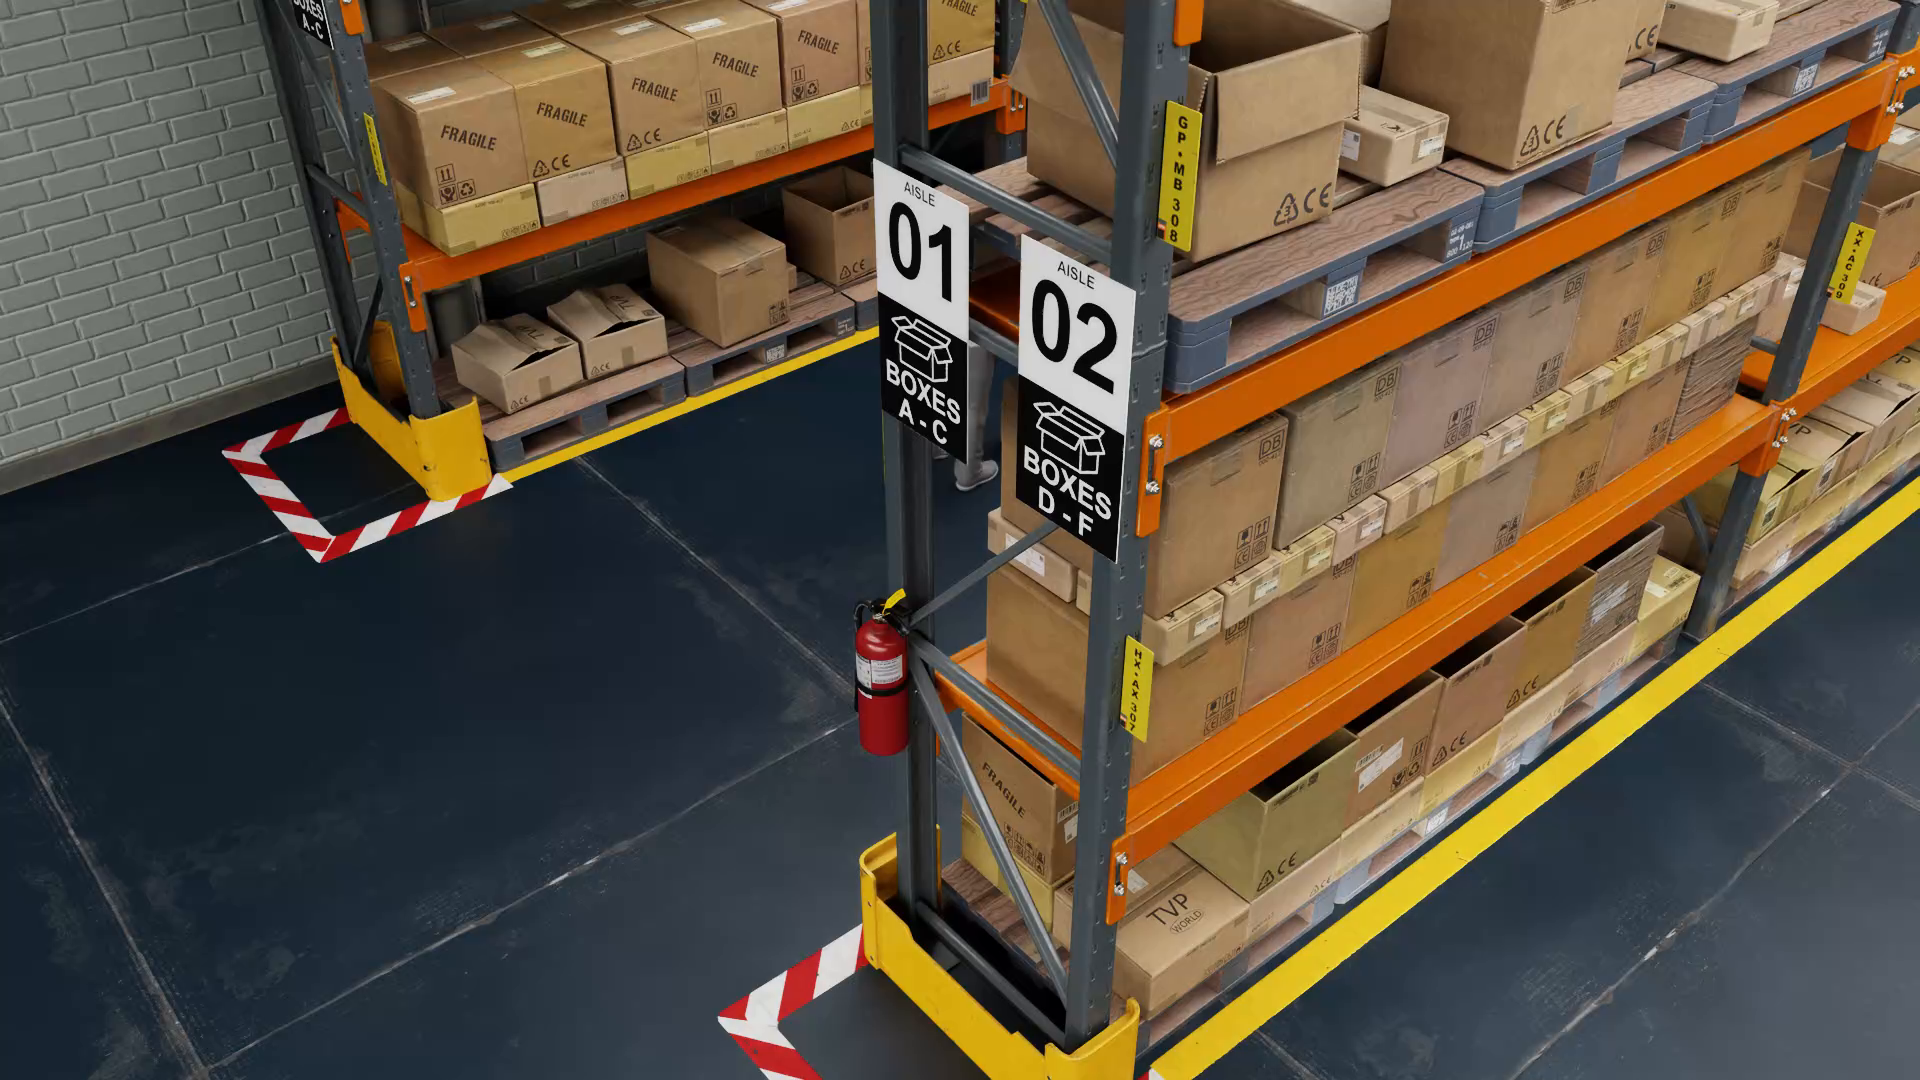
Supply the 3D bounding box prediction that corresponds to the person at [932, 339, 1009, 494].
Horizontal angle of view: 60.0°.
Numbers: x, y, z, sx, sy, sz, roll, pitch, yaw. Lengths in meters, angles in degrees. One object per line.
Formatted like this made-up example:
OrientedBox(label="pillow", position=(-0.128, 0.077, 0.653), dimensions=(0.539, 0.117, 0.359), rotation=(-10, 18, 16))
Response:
OrientedBox(label="person", position=(0.030, -0.991, 8.561), dimensions=(0.585, 1.528, 0.484), rotation=(-26, 43, -31))
